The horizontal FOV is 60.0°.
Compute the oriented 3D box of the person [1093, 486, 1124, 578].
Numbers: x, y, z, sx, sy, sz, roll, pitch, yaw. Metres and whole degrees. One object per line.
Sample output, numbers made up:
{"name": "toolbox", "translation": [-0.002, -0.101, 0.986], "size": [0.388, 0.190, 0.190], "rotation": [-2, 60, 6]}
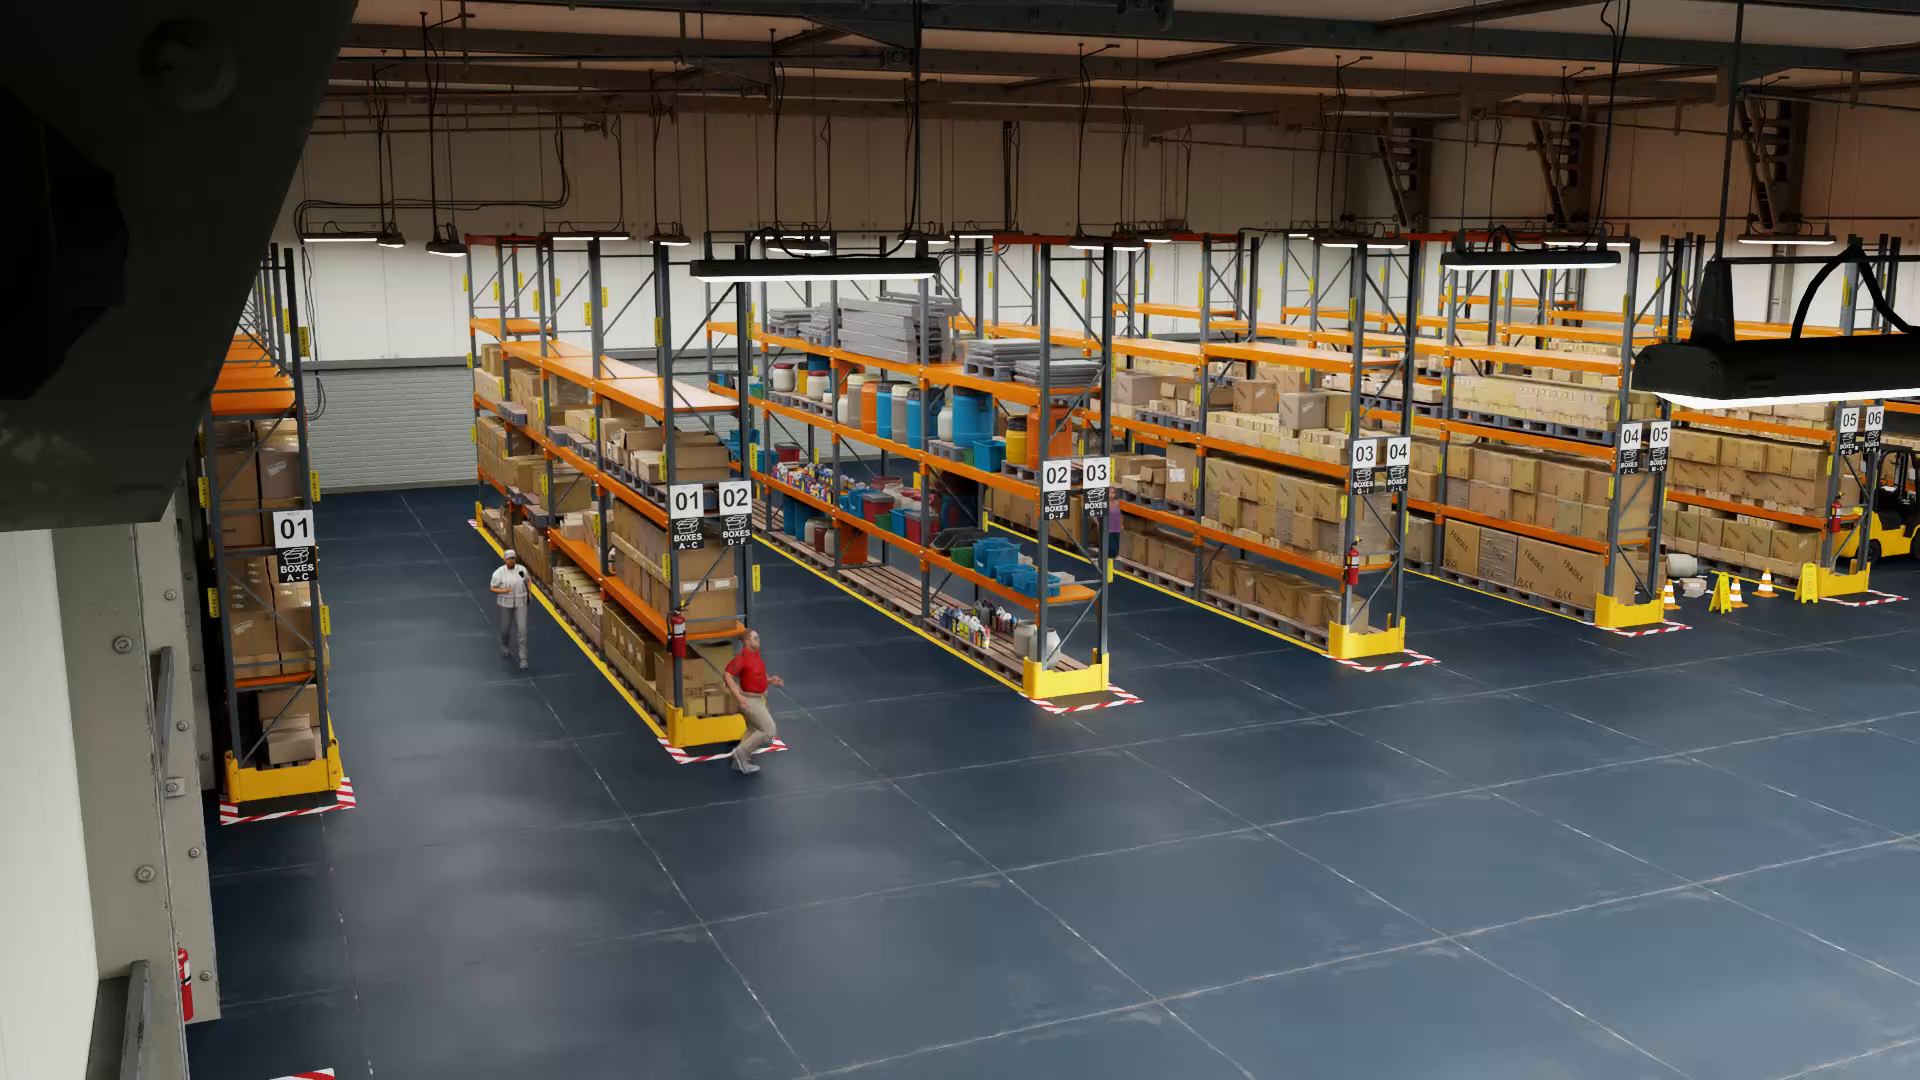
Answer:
{"name": "person", "translation": [2.564, -0.119, 28.128], "size": [0.531, 1.570, 0.494], "rotation": [-7, 13, -30]}

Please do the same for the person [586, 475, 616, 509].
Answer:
{"name": "person", "translation": [-7.402, -1.154, 34.589], "size": [0.741, 1.758, 0.670], "rotation": [-8, 14, -36]}

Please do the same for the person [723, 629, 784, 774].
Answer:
{"name": "person", "translation": [-2.338, 1.856, 19.093], "size": [0.633, 1.693, 0.646], "rotation": [1, 11, 5]}

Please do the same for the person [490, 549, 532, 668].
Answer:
{"name": "person", "translation": [-6.405, 0.943, 23.817], "size": [0.607, 1.651, 0.941], "rotation": [-4, 12, -22]}
